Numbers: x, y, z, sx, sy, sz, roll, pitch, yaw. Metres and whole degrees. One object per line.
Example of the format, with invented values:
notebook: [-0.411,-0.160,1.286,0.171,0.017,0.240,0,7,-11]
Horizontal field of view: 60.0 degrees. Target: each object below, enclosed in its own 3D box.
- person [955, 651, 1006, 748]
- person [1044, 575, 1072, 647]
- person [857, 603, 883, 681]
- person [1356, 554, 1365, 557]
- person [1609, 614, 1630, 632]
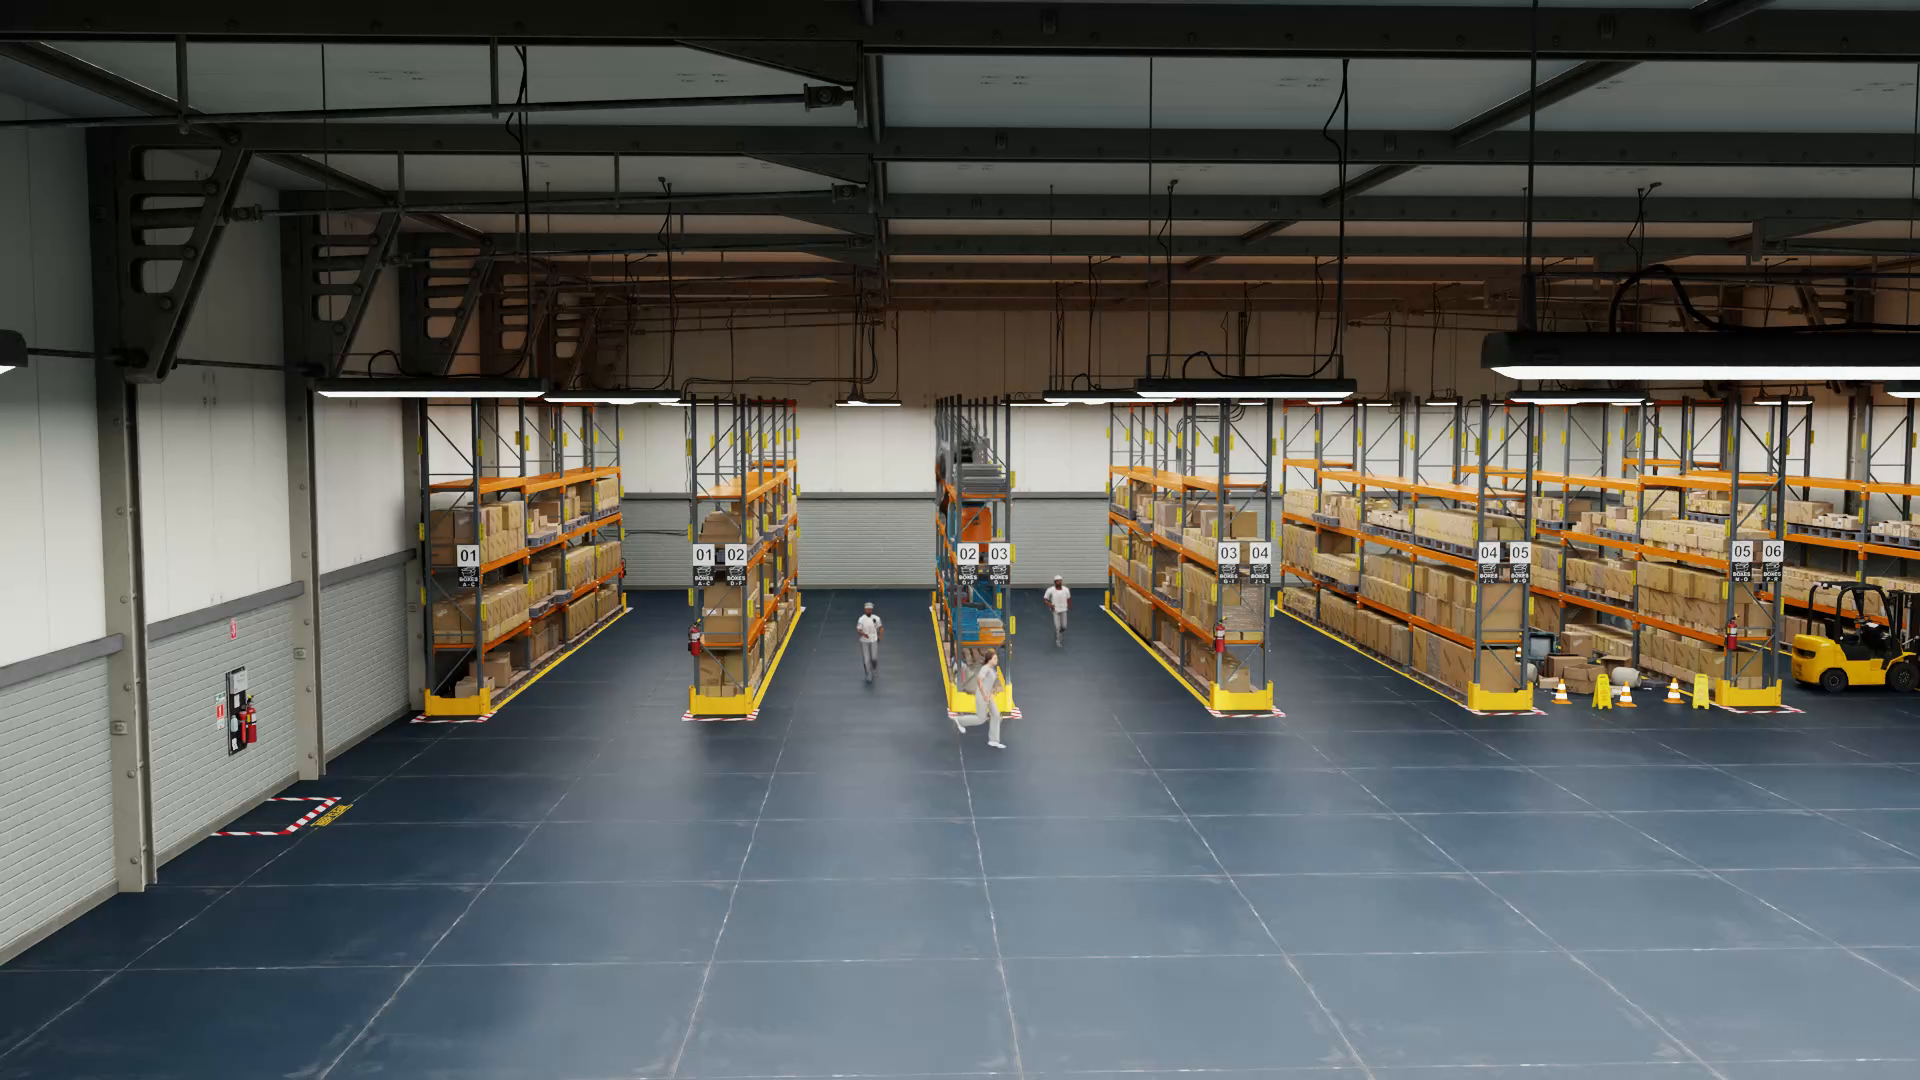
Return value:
person: [0.358,2.706,28.290,0.910,1.654,0.568,2,5,20]
person: [2.371,1.710,40.159,0.703,1.723,0.587,-1,5,-12]
person: [-1.889,2.143,34.950,0.561,1.662,0.557,0,5,-4]
person: [11.957,0.988,50.084,0.613,1.588,0.520,-2,5,-28]
person: [16.601,1.586,41.780,0.598,1.743,0.780,-1,5,-10]
